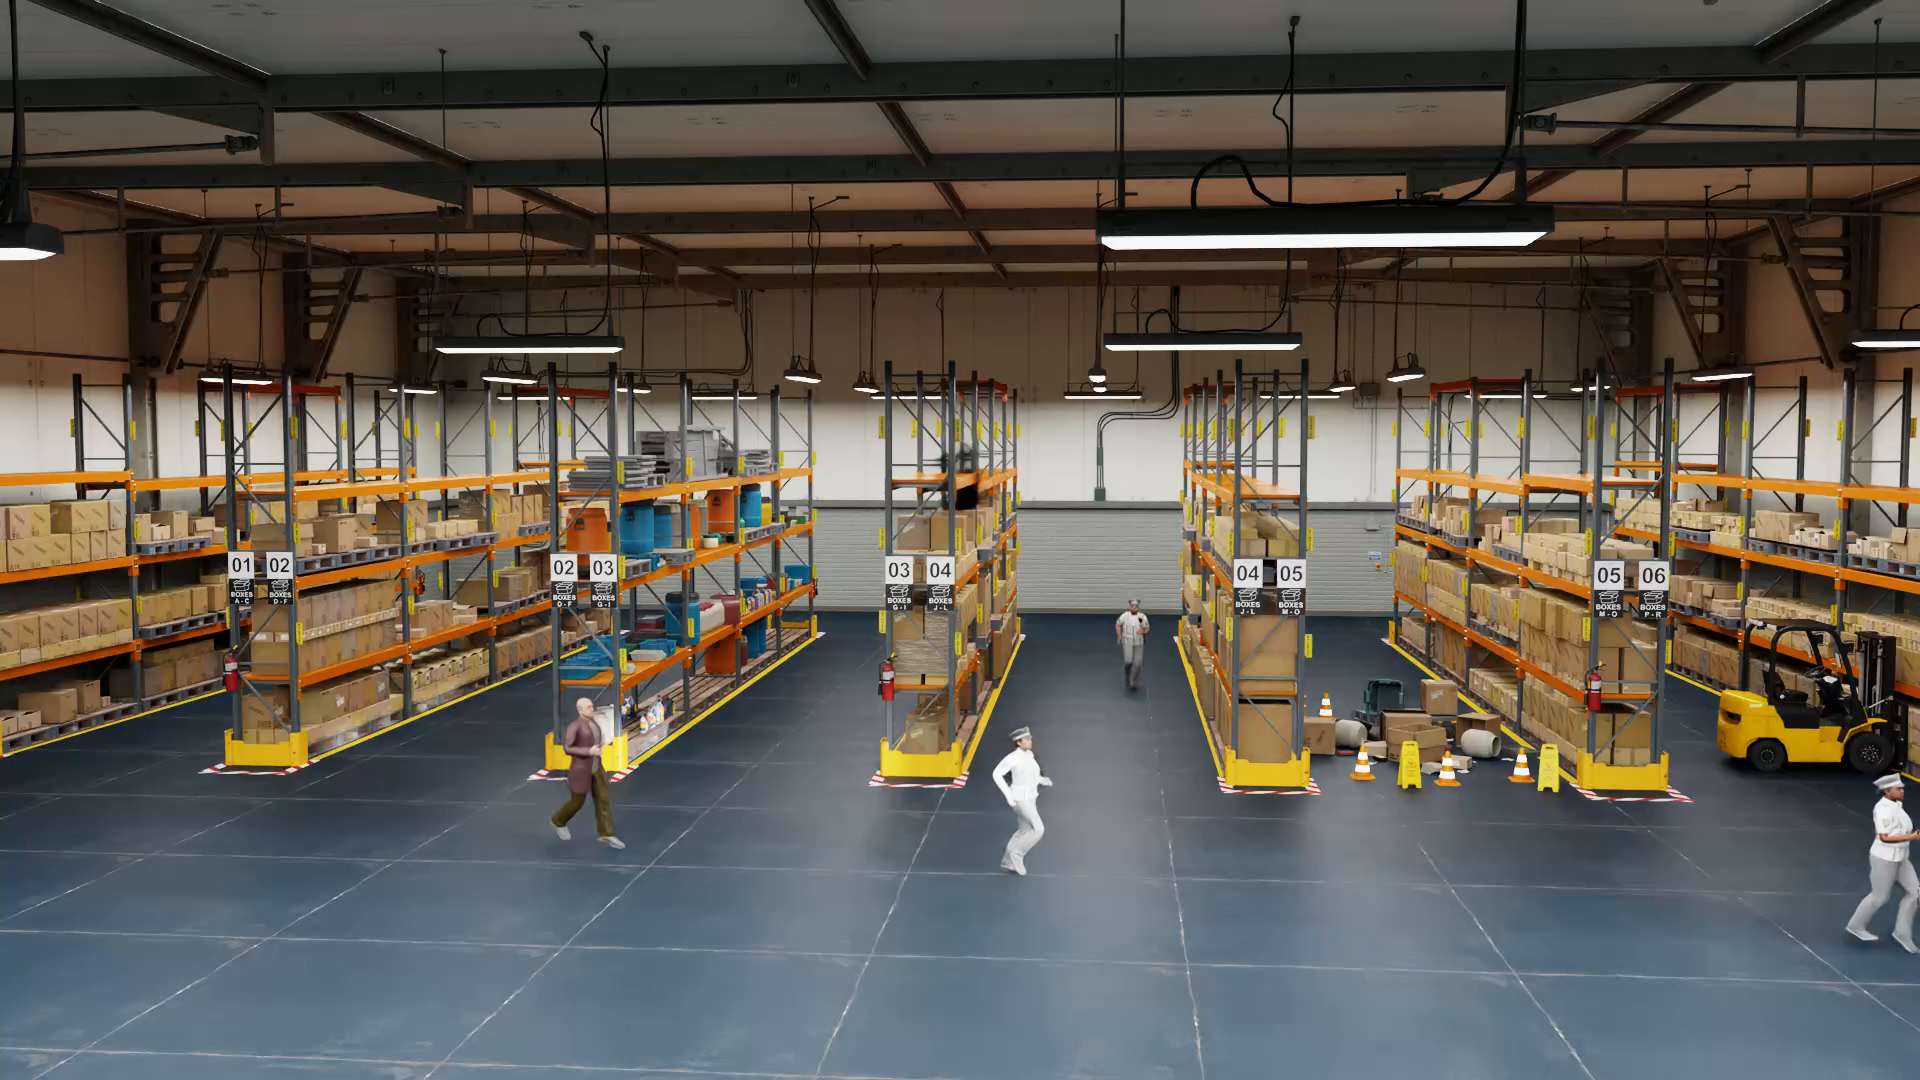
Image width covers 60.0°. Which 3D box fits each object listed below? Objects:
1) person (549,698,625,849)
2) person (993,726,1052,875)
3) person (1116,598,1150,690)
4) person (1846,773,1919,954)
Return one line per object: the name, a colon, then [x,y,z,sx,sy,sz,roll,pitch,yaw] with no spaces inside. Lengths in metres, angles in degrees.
person: [-4.503,2.779,19.925,1.057,1.790,0.709,2,4,29]
person: [0.741,2.924,18.686,0.640,1.672,0.582,2,4,27]
person: [3.349,2.009,32.123,0.637,1.775,0.675,0,4,0]
person: [8.962,3.107,16.021,0.556,1.751,0.714,-3,5,-41]
